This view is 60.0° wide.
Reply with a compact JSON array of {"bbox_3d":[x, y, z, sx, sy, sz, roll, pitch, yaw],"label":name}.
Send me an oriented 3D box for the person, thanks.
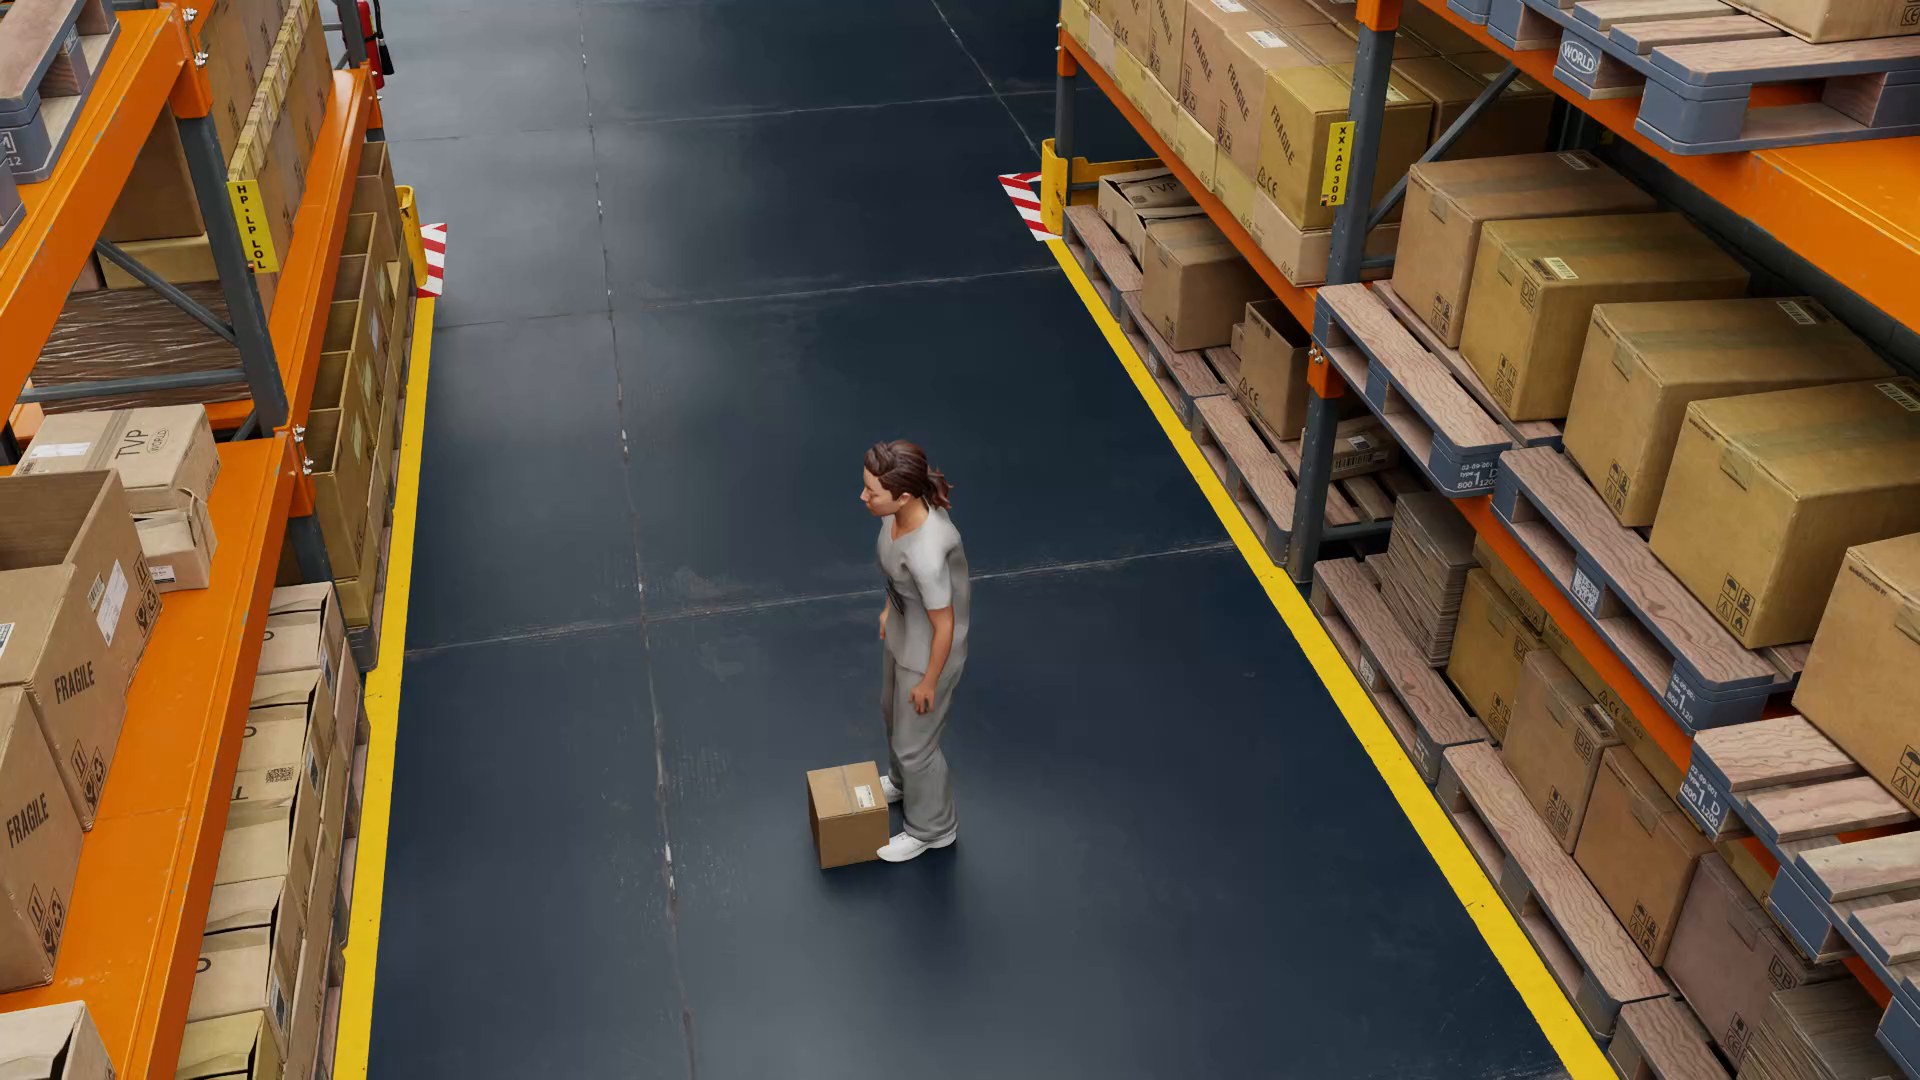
[{"bbox_3d":[-0.159,0.364,5.615,0.362,1.671,0.511,-9,36,-13],"label":"person"}]
